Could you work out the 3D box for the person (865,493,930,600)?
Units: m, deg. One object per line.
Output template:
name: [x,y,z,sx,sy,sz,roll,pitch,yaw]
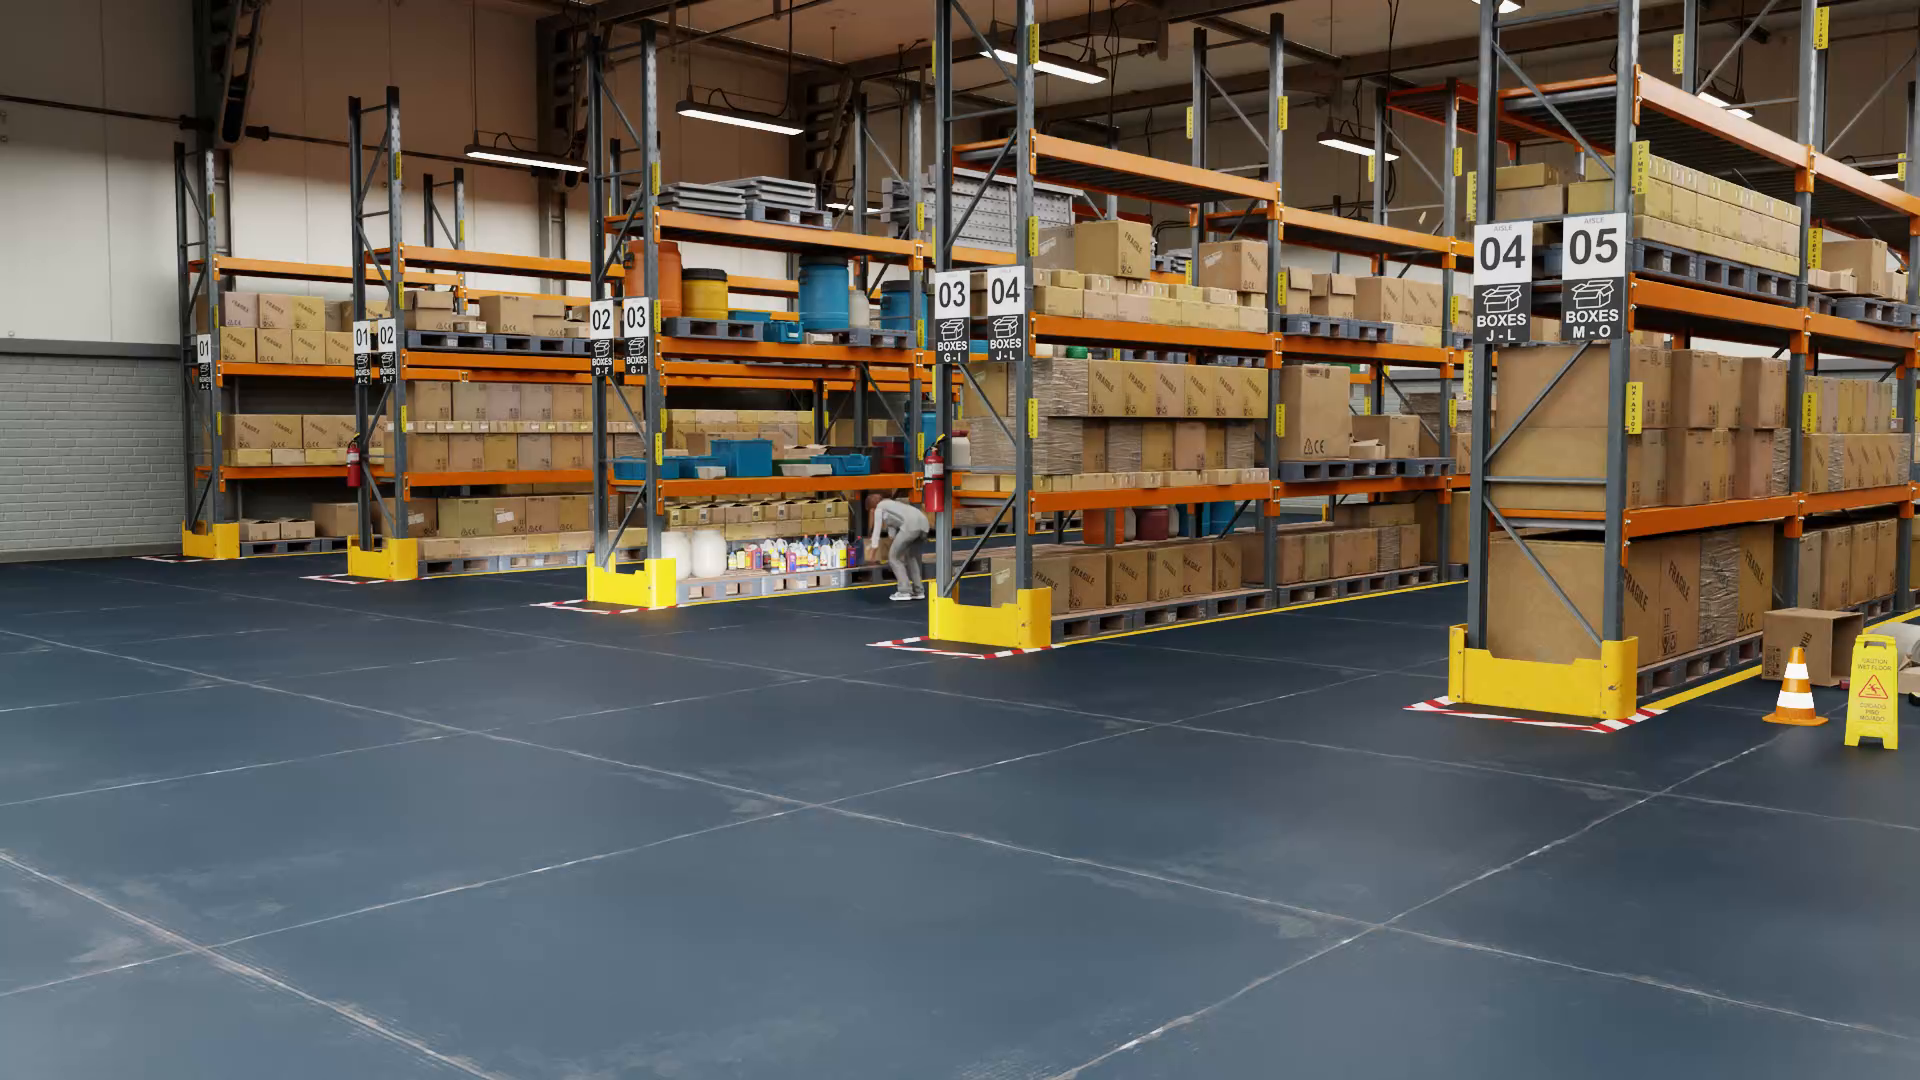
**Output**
person: [-0.701,0.071,18.107,0.837,1.145,0.398,3,5,39]
